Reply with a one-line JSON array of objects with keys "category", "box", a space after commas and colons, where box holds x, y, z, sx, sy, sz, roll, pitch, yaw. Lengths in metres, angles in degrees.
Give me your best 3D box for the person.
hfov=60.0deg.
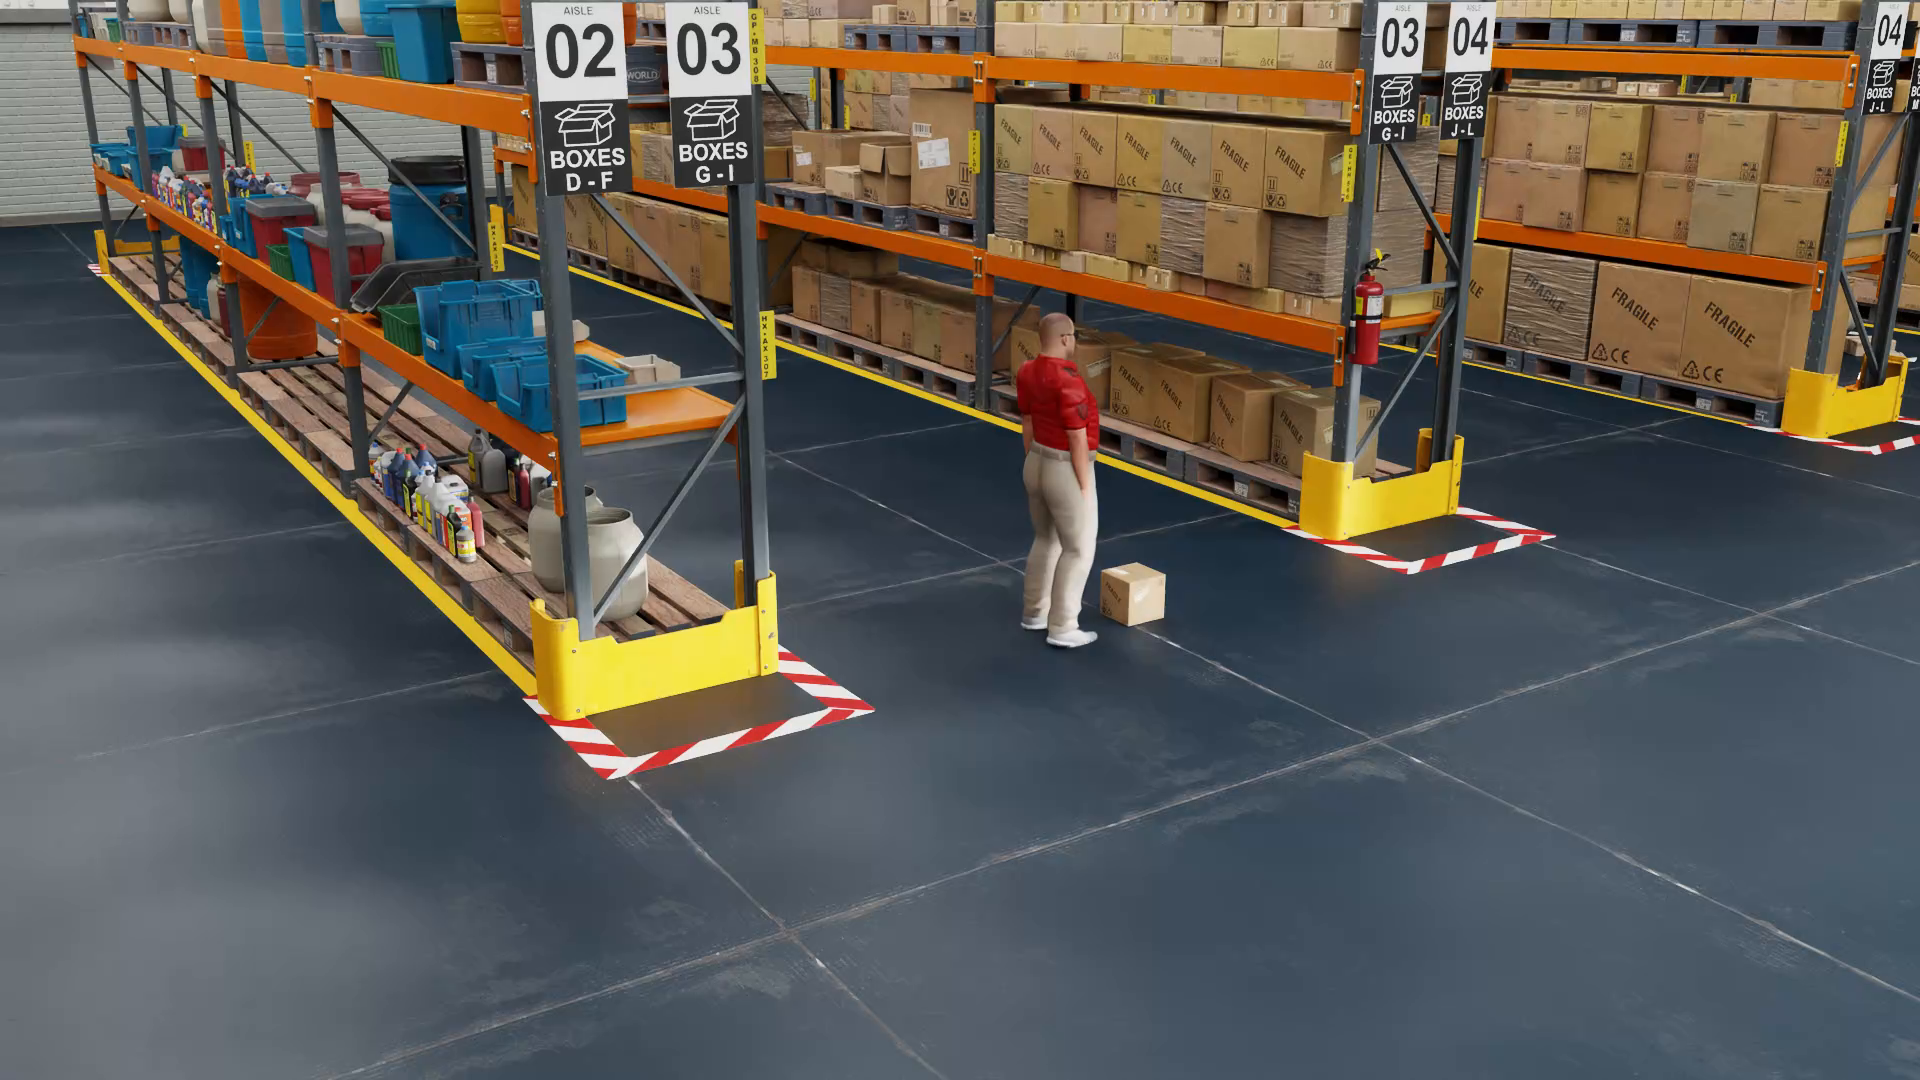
[{"category": "person", "box": [0.524, -0.315, 8.615, 0.360, 1.746, 0.526, -11, 21, -30]}]
